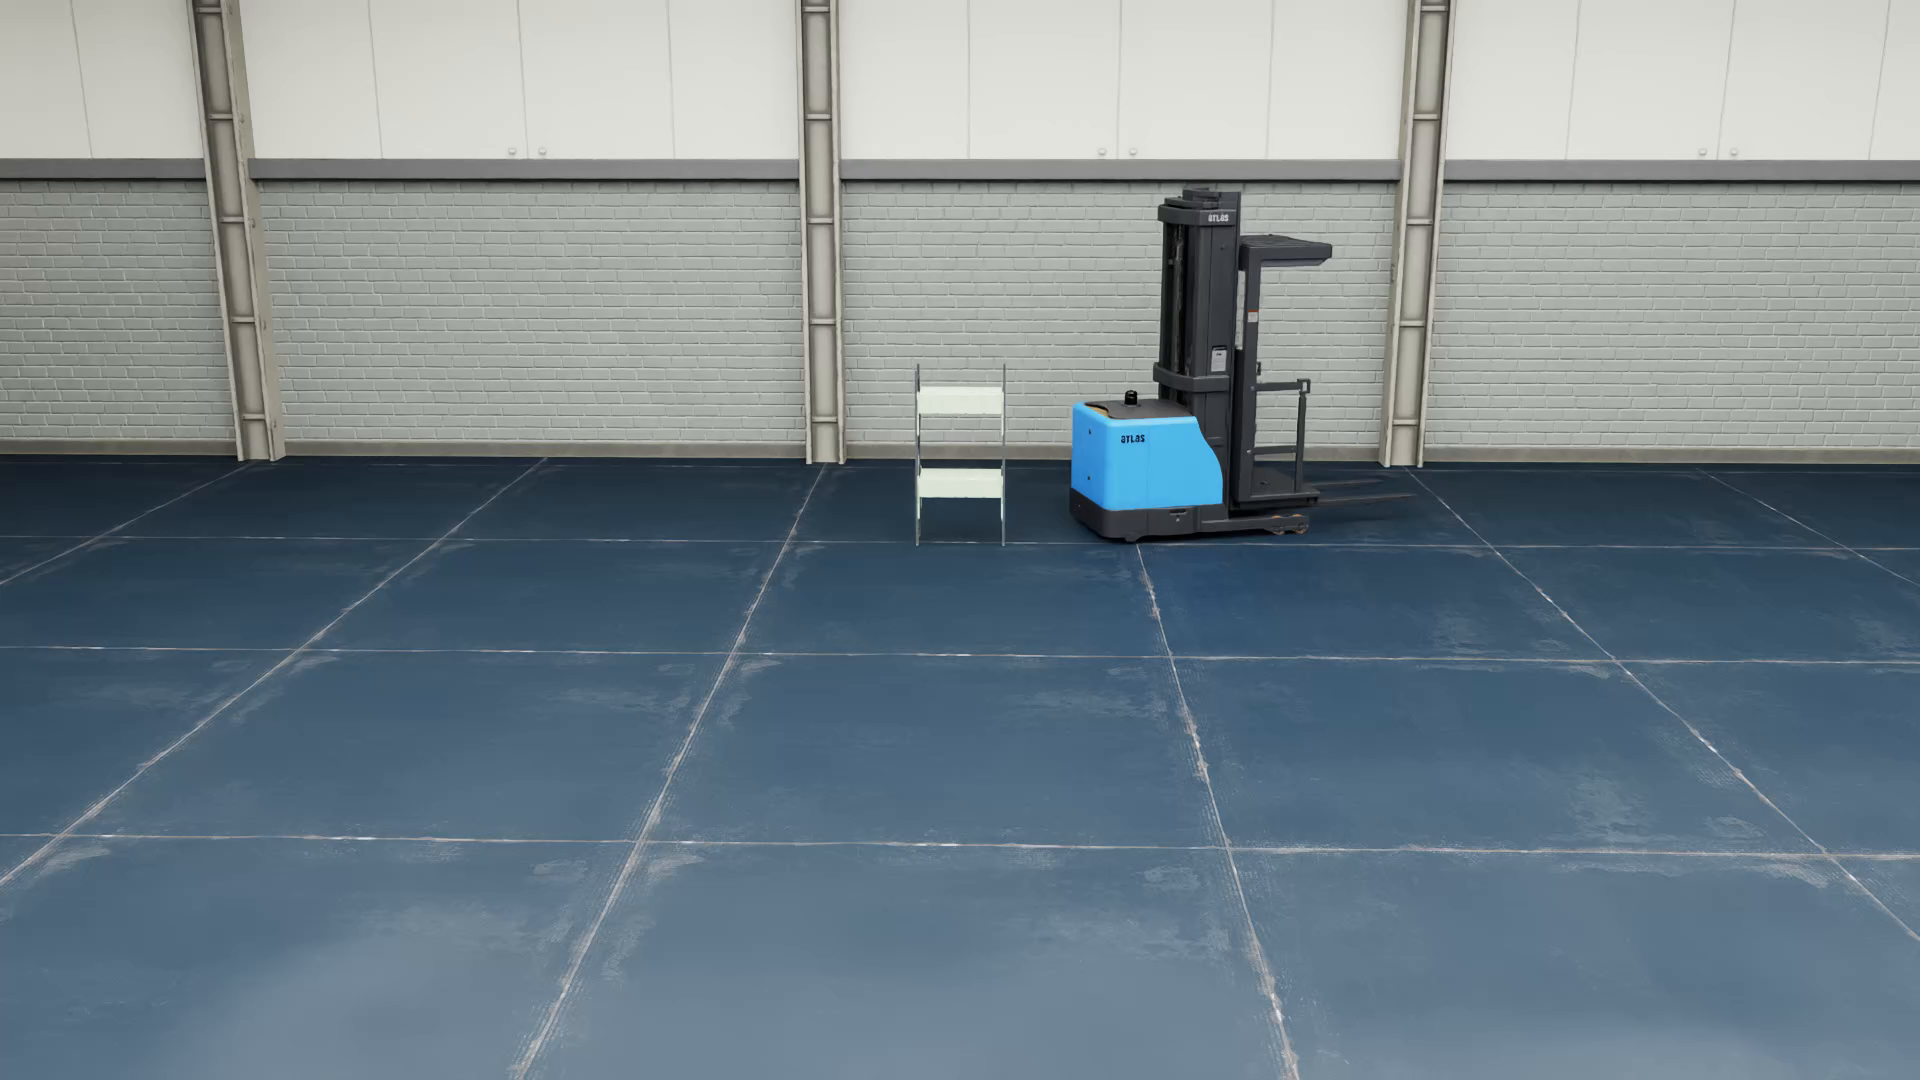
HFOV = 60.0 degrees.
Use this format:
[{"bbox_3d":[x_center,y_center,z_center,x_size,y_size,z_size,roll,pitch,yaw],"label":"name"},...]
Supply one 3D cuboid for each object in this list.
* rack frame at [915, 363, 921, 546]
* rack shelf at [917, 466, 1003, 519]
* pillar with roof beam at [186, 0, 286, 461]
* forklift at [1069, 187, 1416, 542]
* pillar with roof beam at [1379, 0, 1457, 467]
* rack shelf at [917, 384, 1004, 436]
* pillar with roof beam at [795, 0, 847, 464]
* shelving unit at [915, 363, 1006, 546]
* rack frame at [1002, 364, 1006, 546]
[{"bbox_3d":[-0.359,-0.728,14.158,0.023,1.500,0.400,0,15,1],"label":"rack frame"},{"bbox_3d":[0.007,-0.410,14.232,0.720,0.370,0.431,0,15,1],"label":"rack shelf"},{"bbox_3d":[-7.512,-4.126,12.340,0.400,9.000,9.100,0,15,1],"label":"pillar with roof beam"},{"bbox_3d":[2.562,-1.587,14.611,3.031,2.935,1.130,-4,15,-14],"label":"forklift"},{"bbox_3d":[4.484,-4.048,12.043,0.400,9.000,9.100,0,15,1],"label":"pillar with roof beam"},{"bbox_3d":[0.007,-1.102,14.049,0.720,0.370,0.431,0,15,1],"label":"rack shelf"},{"bbox_3d":[-1.514,-4.087,12.192,0.400,9.000,9.100,0,15,1],"label":"pillar with roof beam"},{"bbox_3d":[0.007,-0.725,14.149,0.755,1.500,0.431,0,15,1],"label":"shelving unit"},{"bbox_3d":[0.373,-0.723,14.139,0.023,1.500,0.400,0,15,1],"label":"rack frame"}]
